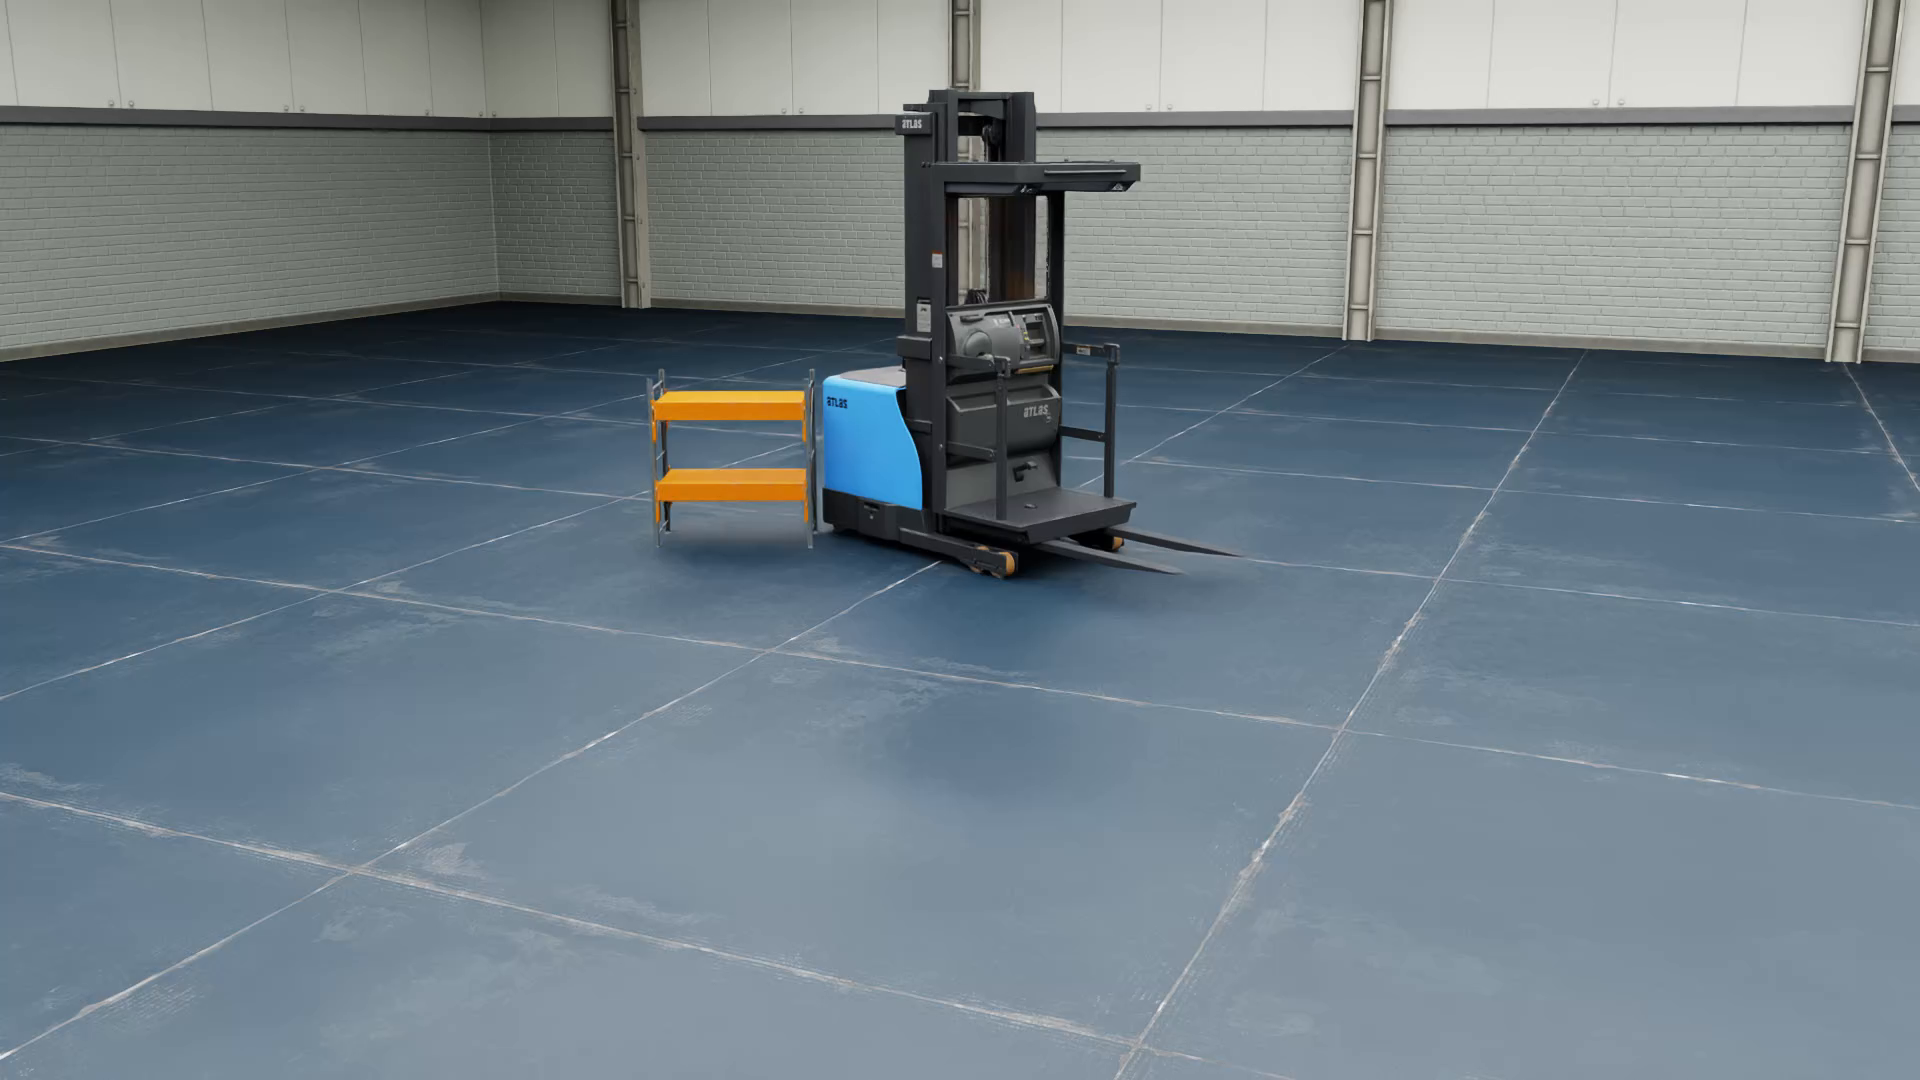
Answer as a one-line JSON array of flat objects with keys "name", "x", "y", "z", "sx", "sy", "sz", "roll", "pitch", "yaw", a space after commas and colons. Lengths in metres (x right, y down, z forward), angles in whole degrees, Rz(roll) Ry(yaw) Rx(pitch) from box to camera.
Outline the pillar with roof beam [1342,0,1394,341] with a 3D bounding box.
[{"name": "pillar with roof beam", "x": 3.806, "y": -6.276, "z": 18.303, "sx": 0.400, "sy": 9.000, "sz": 9.100, "roll": 6, "pitch": 14, "yaw": 23}]

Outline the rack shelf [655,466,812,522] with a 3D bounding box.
[{"name": "rack shelf", "x": -1.507, "y": -0.314, "z": 11.201, "sx": 1.000, "sy": 0.278, "sz": 0.538, "roll": 0, "pitch": 13, "yaw": 0}]

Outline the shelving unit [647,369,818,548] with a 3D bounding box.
[{"name": "shelving unit", "x": -1.507, "y": -0.552, "z": 11.145, "sx": 1.048, "sy": 1.125, "sz": 0.538, "roll": 0, "pitch": 13, "yaw": 0}]

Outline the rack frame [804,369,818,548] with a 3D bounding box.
[{"name": "rack frame", "x": -0.999, "y": -0.553, "z": 11.149, "sx": 0.032, "sy": 1.125, "sz": 0.500, "roll": 0, "pitch": 13, "yaw": 0}]

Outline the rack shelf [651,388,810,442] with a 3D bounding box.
[{"name": "rack shelf", "x": -1.507, "y": -0.837, "z": 11.078, "sx": 1.000, "sy": 0.278, "sz": 0.538, "roll": 0, "pitch": 13, "yaw": 0}]

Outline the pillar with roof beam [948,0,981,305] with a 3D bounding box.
[{"name": "pillar with roof beam", "x": -1.680, "y": -6.831, "z": 20.669, "sx": 0.400, "sy": 9.000, "sz": 9.100, "roll": 6, "pitch": 14, "yaw": 23}]

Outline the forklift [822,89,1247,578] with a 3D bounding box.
[{"name": "forklift", "x": 0.430, "y": -1.323, "z": 10.477, "sx": 1.130, "sy": 2.935, "sz": 3.031, "roll": -12, "pitch": 18, "yaw": -42}]

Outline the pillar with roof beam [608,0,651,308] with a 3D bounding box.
[{"name": "pillar with roof beam", "x": -7.165, "y": -7.386, "z": 23.035, "sx": 0.400, "sy": 9.000, "sz": 9.100, "roll": 6, "pitch": 14, "yaw": 23}]

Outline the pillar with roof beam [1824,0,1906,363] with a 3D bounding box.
[{"name": "pillar with roof beam", "x": 9.292, "y": -5.721, "z": 15.937, "sx": 0.400, "sy": 9.000, "sz": 9.100, "roll": 6, "pitch": 14, "yaw": 23}]

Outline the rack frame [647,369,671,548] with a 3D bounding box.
[{"name": "rack frame", "x": -2.016, "y": -0.551, "z": 11.140, "sx": 0.032, "sy": 1.125, "sz": 0.500, "roll": 0, "pitch": 13, "yaw": 0}]
